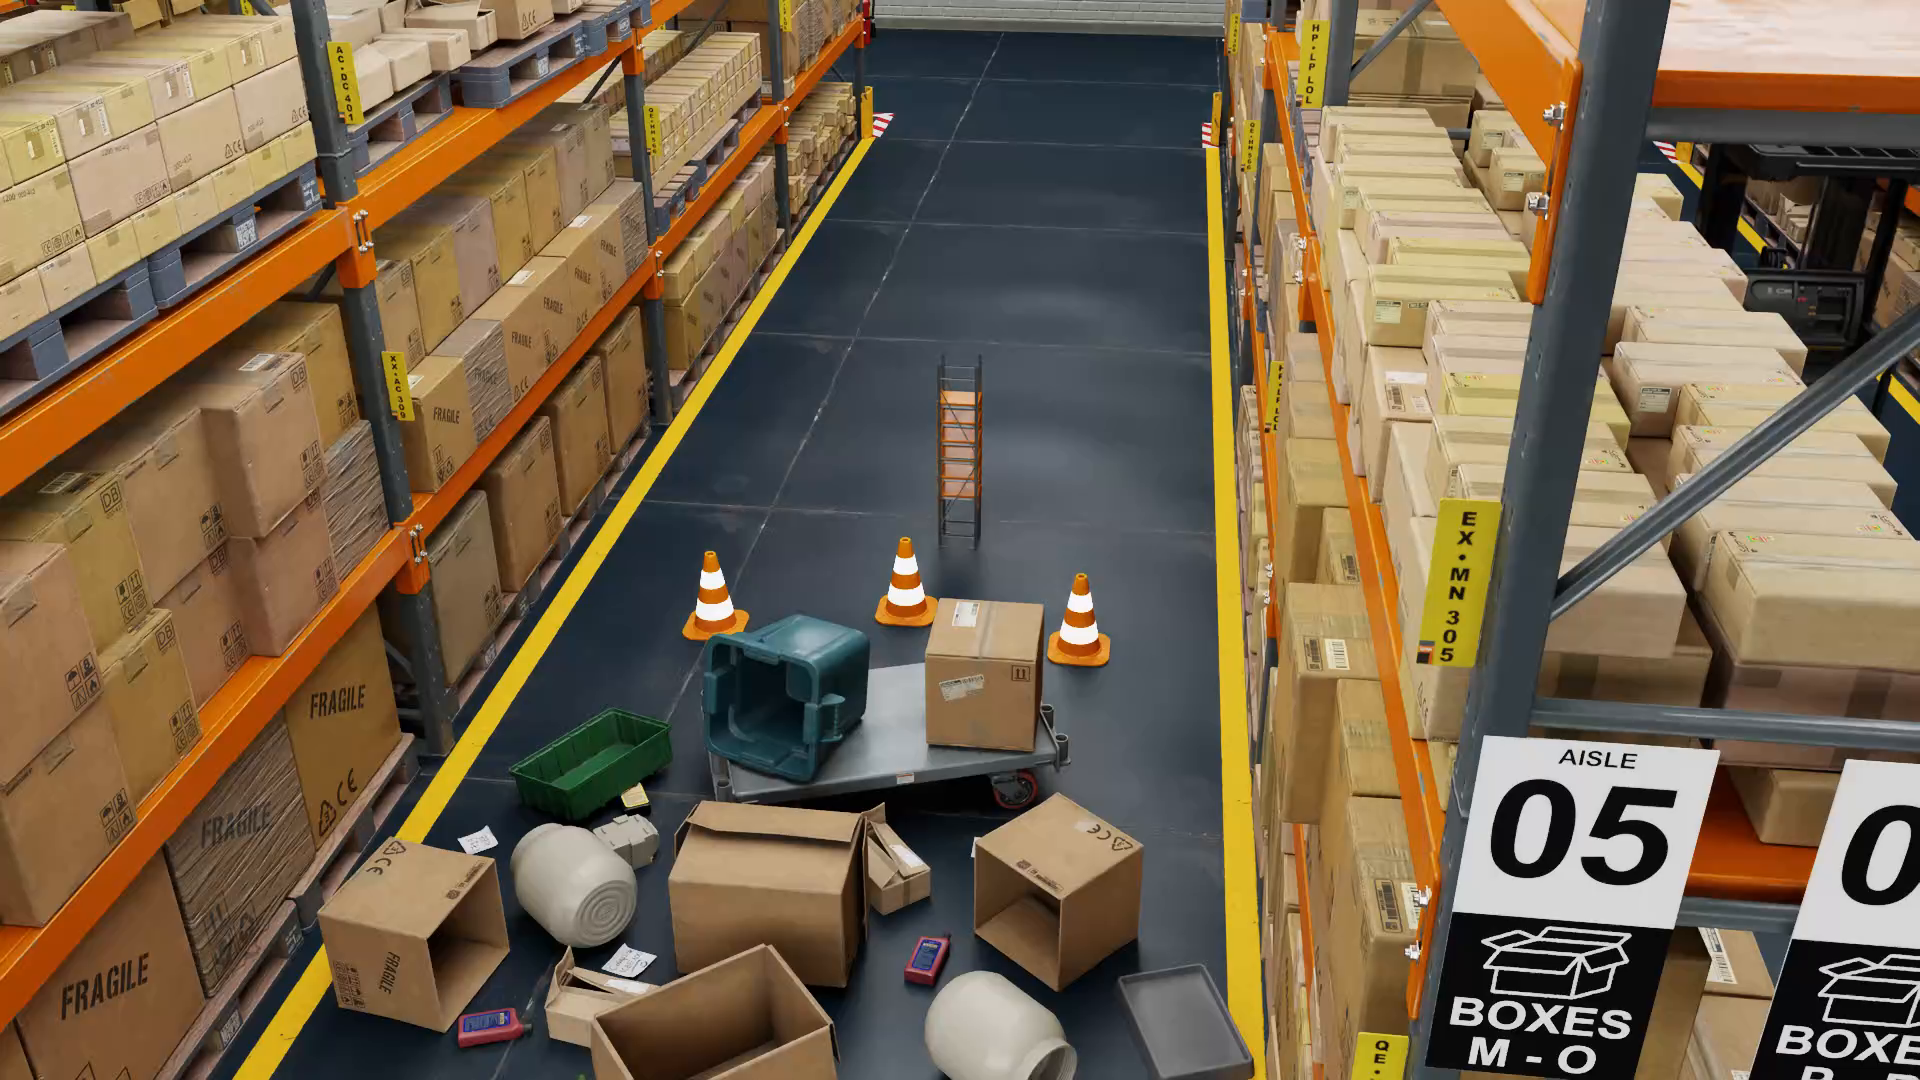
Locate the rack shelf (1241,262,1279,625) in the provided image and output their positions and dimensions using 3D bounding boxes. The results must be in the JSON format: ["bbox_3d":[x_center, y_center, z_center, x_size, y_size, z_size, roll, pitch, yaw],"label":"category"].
[{"bbox_3d":[2.136,-0.679,9.106,1.077,0.370,4.000,3,28,6],"label":"rack shelf"}]

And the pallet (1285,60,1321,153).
[{"bbox_3d":[2.196,-2.065,7.955,1.213,0.211,1.003,3,28,6],"label":"pallet"}]

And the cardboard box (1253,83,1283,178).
[{"bbox_3d":[2.185,-2.680,10.902,0.500,0.500,0.500,3,28,5],"label":"cardboard box"}]

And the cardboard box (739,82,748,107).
[{"bbox_3d":[-1.970,-3.696,13.770,0.380,0.149,0.250,3,28,6],"label":"cardboard box"}]

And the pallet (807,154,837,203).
[{"bbox_3d":[-1.860,-3.726,16.944,1.003,0.211,1.213,3,28,6],"label":"pallet"}]

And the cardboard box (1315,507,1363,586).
[{"bbox_3d":[1.475,0.250,5.150,0.700,0.500,0.500,3,28,6],"label":"cardboard box"}]

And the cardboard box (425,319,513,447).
[{"bbox_3d":[-2.642,-0.808,8.481,0.500,0.500,0.500,4,29,7],"label":"cardboard box"}]

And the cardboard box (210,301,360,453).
[{"bbox_3d":[-3.114,-0.664,7.023,0.875,0.550,0.550,3,28,6],"label":"cardboard box"}]

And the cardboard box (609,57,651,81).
[{"bbox_3d":[-2.685,-3.747,13.238,0.380,0.149,0.250,3,28,6],"label":"cardboard box"}]

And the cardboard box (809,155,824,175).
[{"bbox_3d":[-1.572,-3.755,16.621,0.380,0.149,0.250,3,28,5],"label":"cardboard box"}]

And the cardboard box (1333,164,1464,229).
[{"bbox_3d":[1.425,-1.116,5.420,0.380,0.149,0.250,3,28,6],"label":"cardboard box"}]

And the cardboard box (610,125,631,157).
[{"bbox_3d":[-2.295,-2.721,11.334,0.380,0.149,0.250,3,28,6],"label":"cardboard box"}]

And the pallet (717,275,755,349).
[{"bbox_3d":[-2.295,-1.890,13.535,1.003,0.211,1.213,3,28,6],"label":"pallet"}]

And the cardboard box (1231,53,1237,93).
[{"bbox_3d":[2.732,-4.339,15.037,0.500,0.500,0.500,3,28,5],"label":"cardboard box"}]

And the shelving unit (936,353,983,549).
[{"bbox_3d":[-0.002,-0.521,9.953,0.258,1.200,0.189,3,28,6],"label":"shelving unit"}]

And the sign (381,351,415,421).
[{"bbox_3d":[-2.483,-0.679,7.351,0.100,0.325,0.005,3,28,6],"label":"sign"}]

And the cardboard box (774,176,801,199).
[{"bbox_3d":[-1.692,-3.273,15.411,0.380,0.149,0.250,5,29,9],"label":"cardboard box"}]

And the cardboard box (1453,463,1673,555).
[{"bbox_3d":[1.219,-0.028,3.400,0.380,0.149,0.250,4,29,7],"label":"cardboard box"}]

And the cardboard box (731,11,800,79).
[{"bbox_3d":[-1.743,-4.453,14.934,0.500,0.500,0.500,3,28,5],"label":"cardboard box"}]

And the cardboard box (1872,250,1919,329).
[{"bbox_3d":[7.394,-1.917,12.838,0.500,0.500,0.500,3,28,5],"label":"cardboard box"}]

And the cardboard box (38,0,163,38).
[{"bbox_3d":[-7.130,-4.258,13.827,0.797,0.503,0.637,4,29,7],"label":"cardboard box"}]

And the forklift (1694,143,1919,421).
[{"bbox_3d":[4.811,-1.323,9.616,1.130,2.935,3.031,3,28,5],"label":"forklift"}]

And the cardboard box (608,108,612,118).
[{"bbox_3d":[-2.811,-3.126,12.398,0.380,0.149,0.250,3,28,6],"label":"cardboard box"}]

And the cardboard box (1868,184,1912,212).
[{"bbox_3d":[7.505,-2.755,13.397,0.380,0.149,0.250,2,28,4],"label":"cardboard box"}]

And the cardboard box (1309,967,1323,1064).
[{"bbox_3d":[1.209,1.383,4.785,0.380,0.149,0.250,4,29,7],"label":"cardboard box"}]

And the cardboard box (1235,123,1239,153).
[{"bbox_3d":[2.415,-3.078,12.959,0.500,0.250,0.500,3,28,6],"label":"cardboard box"}]

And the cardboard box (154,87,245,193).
[{"bbox_3d":[-2.902,-1.424,5.864,0.500,0.250,0.500,3,28,6],"label":"cardboard box"}]

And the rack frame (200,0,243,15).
[{"bbox_3d":[-6.964,-4.396,15.247,1.000,3.000,0.127,3,28,6],"label":"rack frame"}]

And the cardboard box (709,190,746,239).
[{"bbox_3d":[-2.021,-2.618,13.350,0.500,0.250,0.500,2,28,4],"label":"cardboard box"}]

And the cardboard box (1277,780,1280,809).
[{"bbox_3d":[1.415,0.915,6.370,0.380,0.149,0.250,4,29,8],"label":"cardboard box"}]

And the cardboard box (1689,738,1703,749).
[{"bbox_3d":[1.707,0.353,3.535,0.380,0.149,0.250,2,28,5],"label":"cardboard box"}]

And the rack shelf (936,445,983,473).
[{"bbox_3d":[-0.002,-0.482,9.974,0.258,0.103,0.180,3,28,6],"label":"rack shelf"}]

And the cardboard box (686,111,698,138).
[{"bbox_3d":[-2.163,-3.088,12.327,0.380,0.149,0.250,3,28,6],"label":"cardboard box"}]

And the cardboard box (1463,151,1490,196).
[{"bbox_3d":[2.104,-1.215,6.025,0.500,0.250,0.500,3,28,6],"label":"cardboard box"}]

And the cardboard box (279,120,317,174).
[{"bbox_3d":[-2.762,-1.543,6.505,0.380,0.149,0.250,3,28,6],"label":"cardboard box"}]

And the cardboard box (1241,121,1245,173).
[{"bbox_3d":[2.290,-2.817,11.948,0.500,0.250,0.500,3,28,5],"label":"cardboard box"}]

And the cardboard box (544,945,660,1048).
[{"bbox_3d":[-1.417,1.826,6.581,0.396,0.266,0.258,8,29,15],"label":"cardboard box"}]

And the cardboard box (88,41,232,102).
[{"bbox_3d":[-2.825,-1.656,5.875,0.380,0.149,0.250,3,28,6],"label":"cardboard box"}]

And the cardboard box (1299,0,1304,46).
[{"bbox_3d":[2.142,-2.940,9.523,0.396,0.266,0.258,3,28,6],"label":"cardboard box"}]

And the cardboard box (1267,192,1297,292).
[{"bbox_3d":[1.981,-1.602,9.200,0.500,0.500,0.500,4,29,7],"label":"cardboard box"}]

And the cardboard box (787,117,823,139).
[{"bbox_3d":[-1.589,-4.136,16.700,0.380,0.149,0.250,3,29,6],"label":"cardboard box"}]

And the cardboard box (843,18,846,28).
[{"bbox_3d":[-1.407,-5.428,17.428,0.380,0.149,0.250,3,28,6],"label":"cardboard box"}]

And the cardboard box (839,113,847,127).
[{"bbox_3d":[-1.407,-4.494,17.678,0.380,0.149,0.250,2,28,4],"label":"cardboard box"}]

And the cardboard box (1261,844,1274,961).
[{"bbox_3d":[1.496,1.486,6.786,0.500,0.250,0.500,5,29,9],"label":"cardboard box"}]

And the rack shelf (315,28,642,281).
[{"bbox_3d":[-2.789,-2.239,8.840,1.077,0.370,4.000,3,28,6],"label":"rack shelf"}]

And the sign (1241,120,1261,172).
[{"bbox_3d":[1.830,-2.477,10.465,0.100,0.325,0.005,3,28,6],"label":"sign"}]

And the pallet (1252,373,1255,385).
[{"bbox_3d":[2.552,-1.076,12.025,1.003,0.211,1.213,3,28,6],"label":"pallet"}]

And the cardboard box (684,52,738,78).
[{"bbox_3d":[-2.007,-3.824,13.380,0.380,0.149,0.250,3,28,6],"label":"cardboard box"}]

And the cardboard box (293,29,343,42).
[{"bbox_3d":[-3.107,-2.119,7.469,0.500,0.250,0.500,4,29,7],"label":"cardboard box"}]

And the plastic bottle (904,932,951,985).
[{"bbox_3d":[-0.129,1.738,6.959,0.133,0.061,0.283,8,29,15],"label":"plastic bottle"}]

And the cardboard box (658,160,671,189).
[{"bbox_3d":[-2.256,-2.576,11.692,0.380,0.149,0.250,5,29,9],"label":"cardboard box"}]

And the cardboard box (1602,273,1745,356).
[{"bbox_3d":[1.864,-0.602,4.466,0.380,0.149,0.250,4,29,7],"label":"cardboard box"}]

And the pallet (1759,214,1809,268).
[{"bbox_3d":[7.883,-2.629,14.907,1.003,0.211,1.213,3,28,6],"label":"pallet"}]

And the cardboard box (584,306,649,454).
[{"bbox_3d":[-2.708,-1.090,11.040,1.050,0.750,0.750,3,28,6],"label":"cardboard box"}]

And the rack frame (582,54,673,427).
[{"bbox_3d":[-2.544,-2.177,11.128,1.000,3.000,0.127,3,28,6],"label":"rack frame"}]
